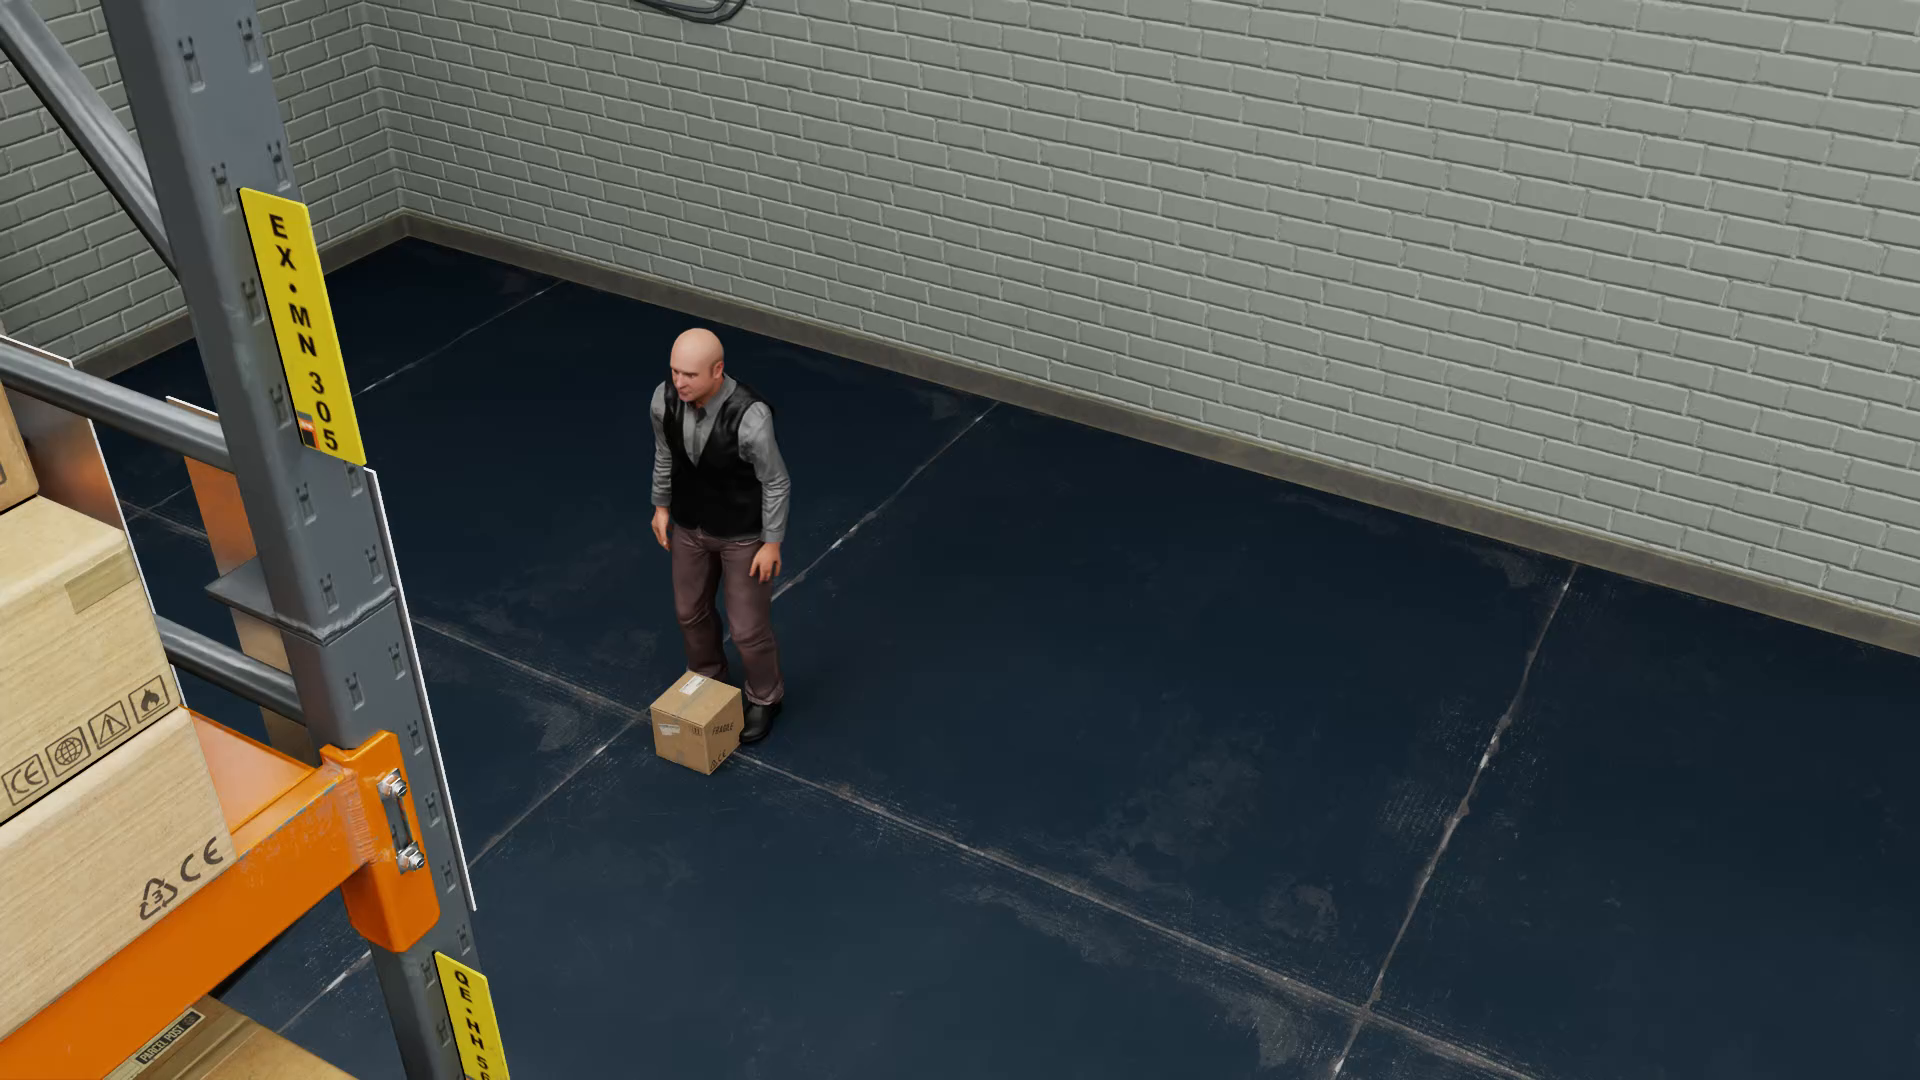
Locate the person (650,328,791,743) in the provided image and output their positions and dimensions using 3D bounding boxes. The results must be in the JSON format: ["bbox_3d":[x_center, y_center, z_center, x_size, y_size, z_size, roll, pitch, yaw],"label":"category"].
[{"bbox_3d":[-0.882,-0.043,6.227,0.580,1.721,0.414,17,38,24],"label":"person"}]
